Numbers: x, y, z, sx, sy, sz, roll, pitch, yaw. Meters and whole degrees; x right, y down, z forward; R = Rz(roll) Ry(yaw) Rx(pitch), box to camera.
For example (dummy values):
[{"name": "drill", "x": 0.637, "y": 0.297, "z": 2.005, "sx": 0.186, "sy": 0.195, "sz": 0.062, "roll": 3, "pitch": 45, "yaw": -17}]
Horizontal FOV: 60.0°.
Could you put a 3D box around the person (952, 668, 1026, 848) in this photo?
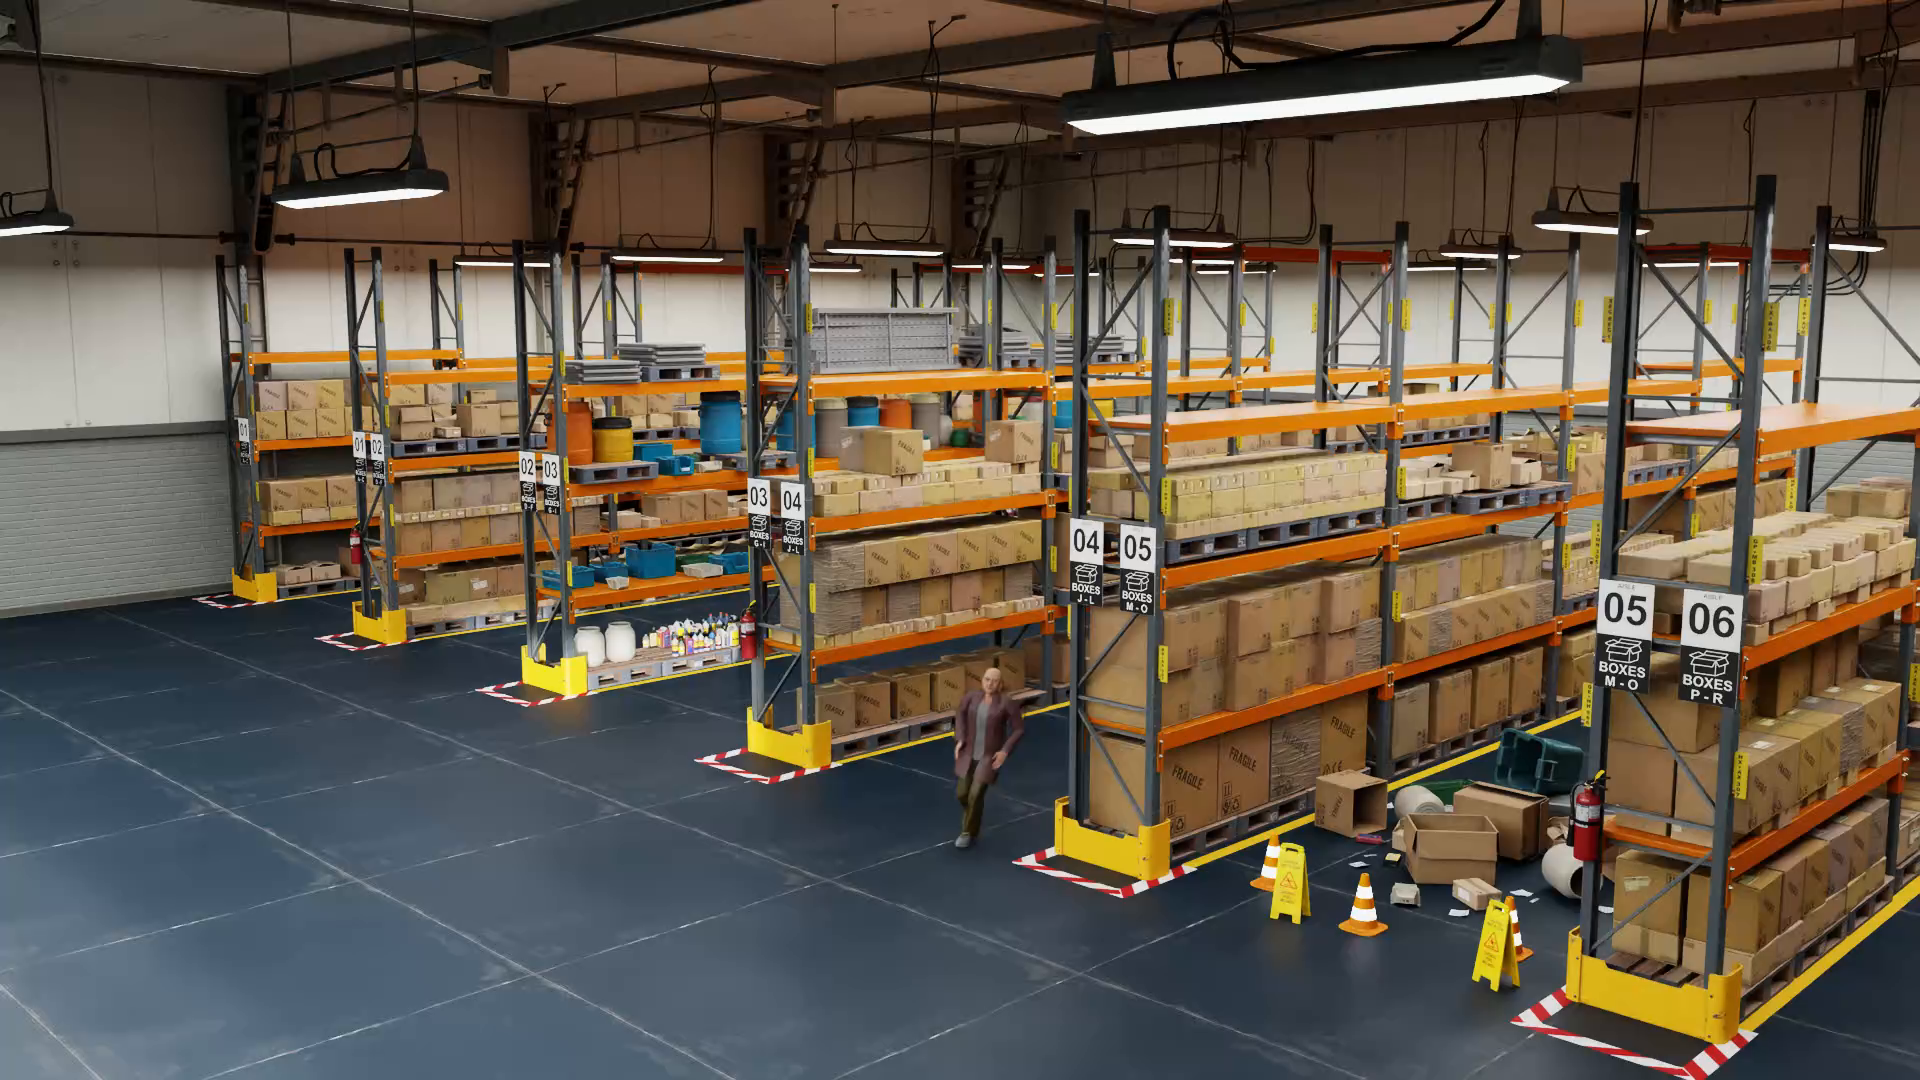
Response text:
[{"name": "person", "x": 0.279, "y": 2.062, "z": 15.978, "sx": 0.740, "sy": 1.729, "sz": 0.658, "roll": 3, "pitch": 9, "yaw": 21}]
